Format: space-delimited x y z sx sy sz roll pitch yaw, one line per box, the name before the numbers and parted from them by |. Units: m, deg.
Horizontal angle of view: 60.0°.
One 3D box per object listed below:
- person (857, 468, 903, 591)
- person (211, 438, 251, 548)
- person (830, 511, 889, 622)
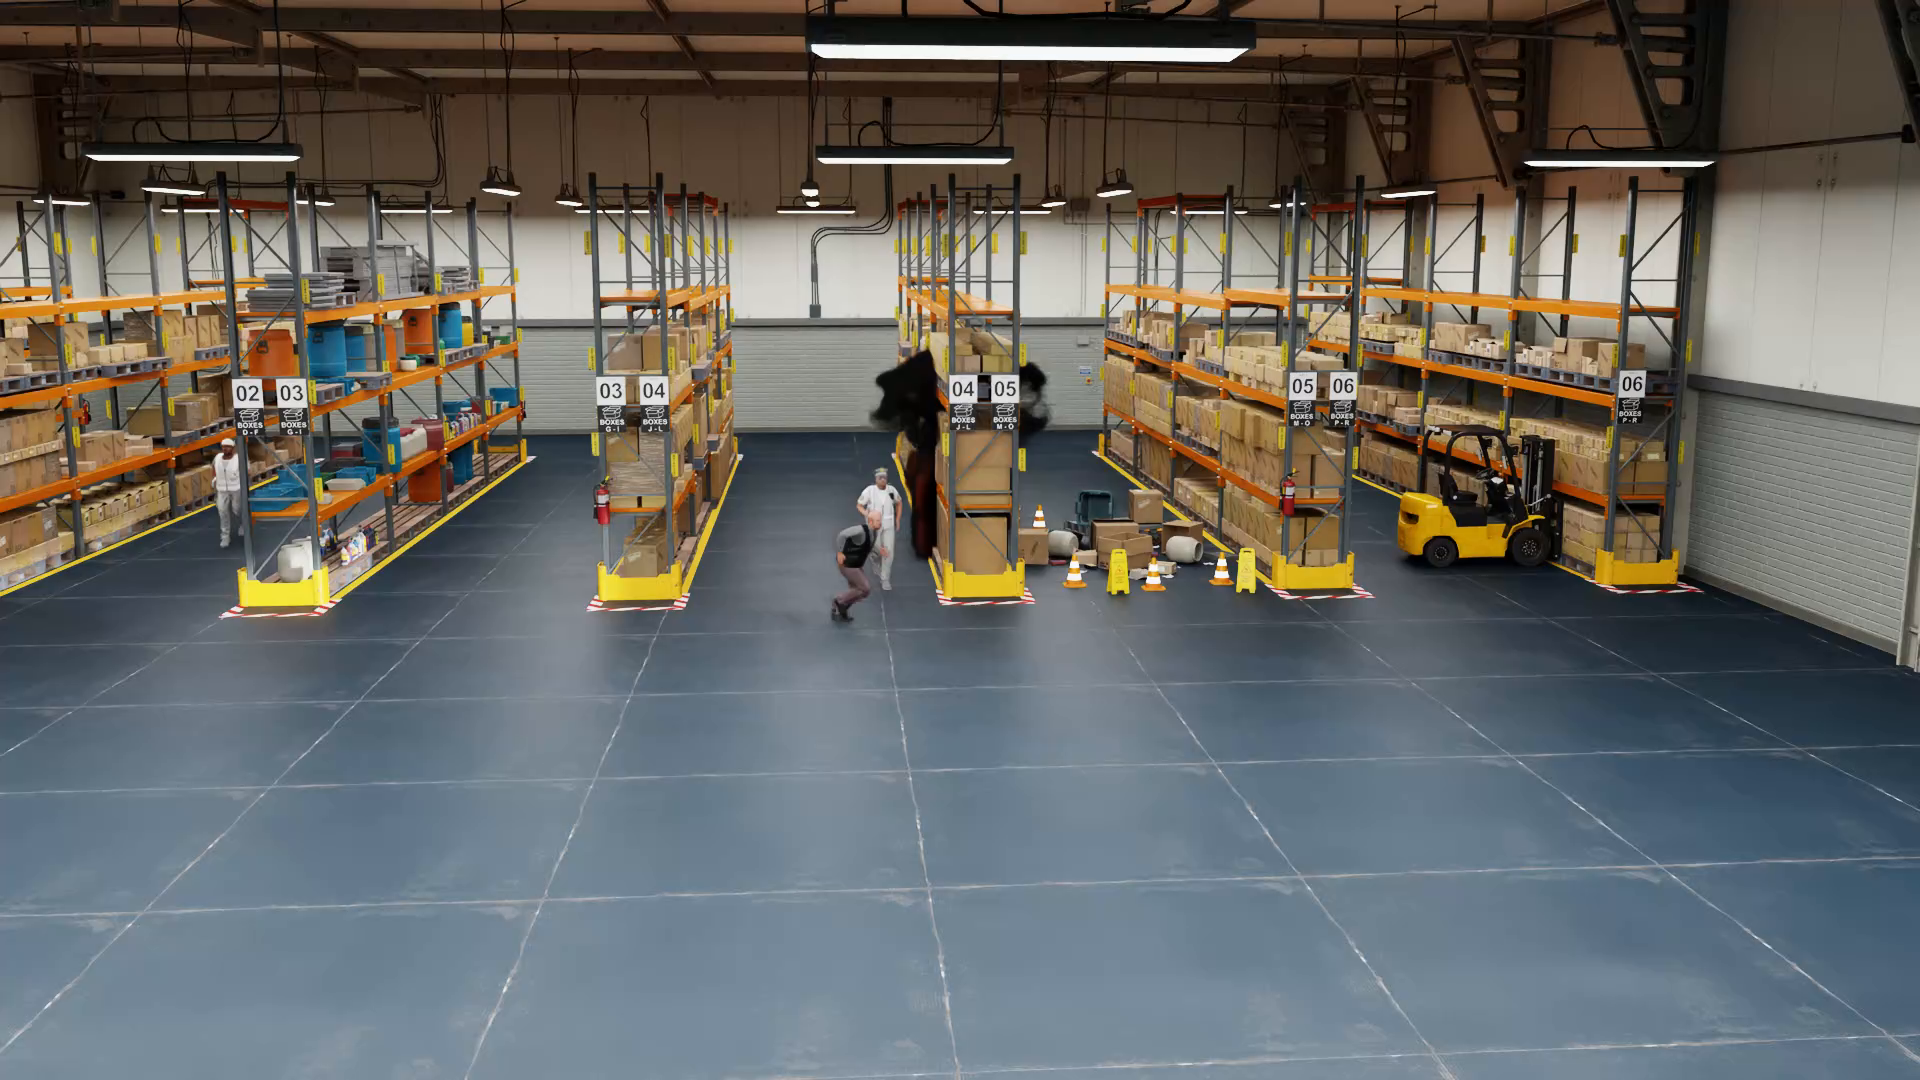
person | -1.175 -0.198 24.639 0.700 1.791 0.762 -2 10 -11
person | -12.364 -0.828 28.185 0.682 1.794 0.949 -1 10 -7
person | -1.368 0.367 22.181 0.856 1.548 0.684 4 11 22
